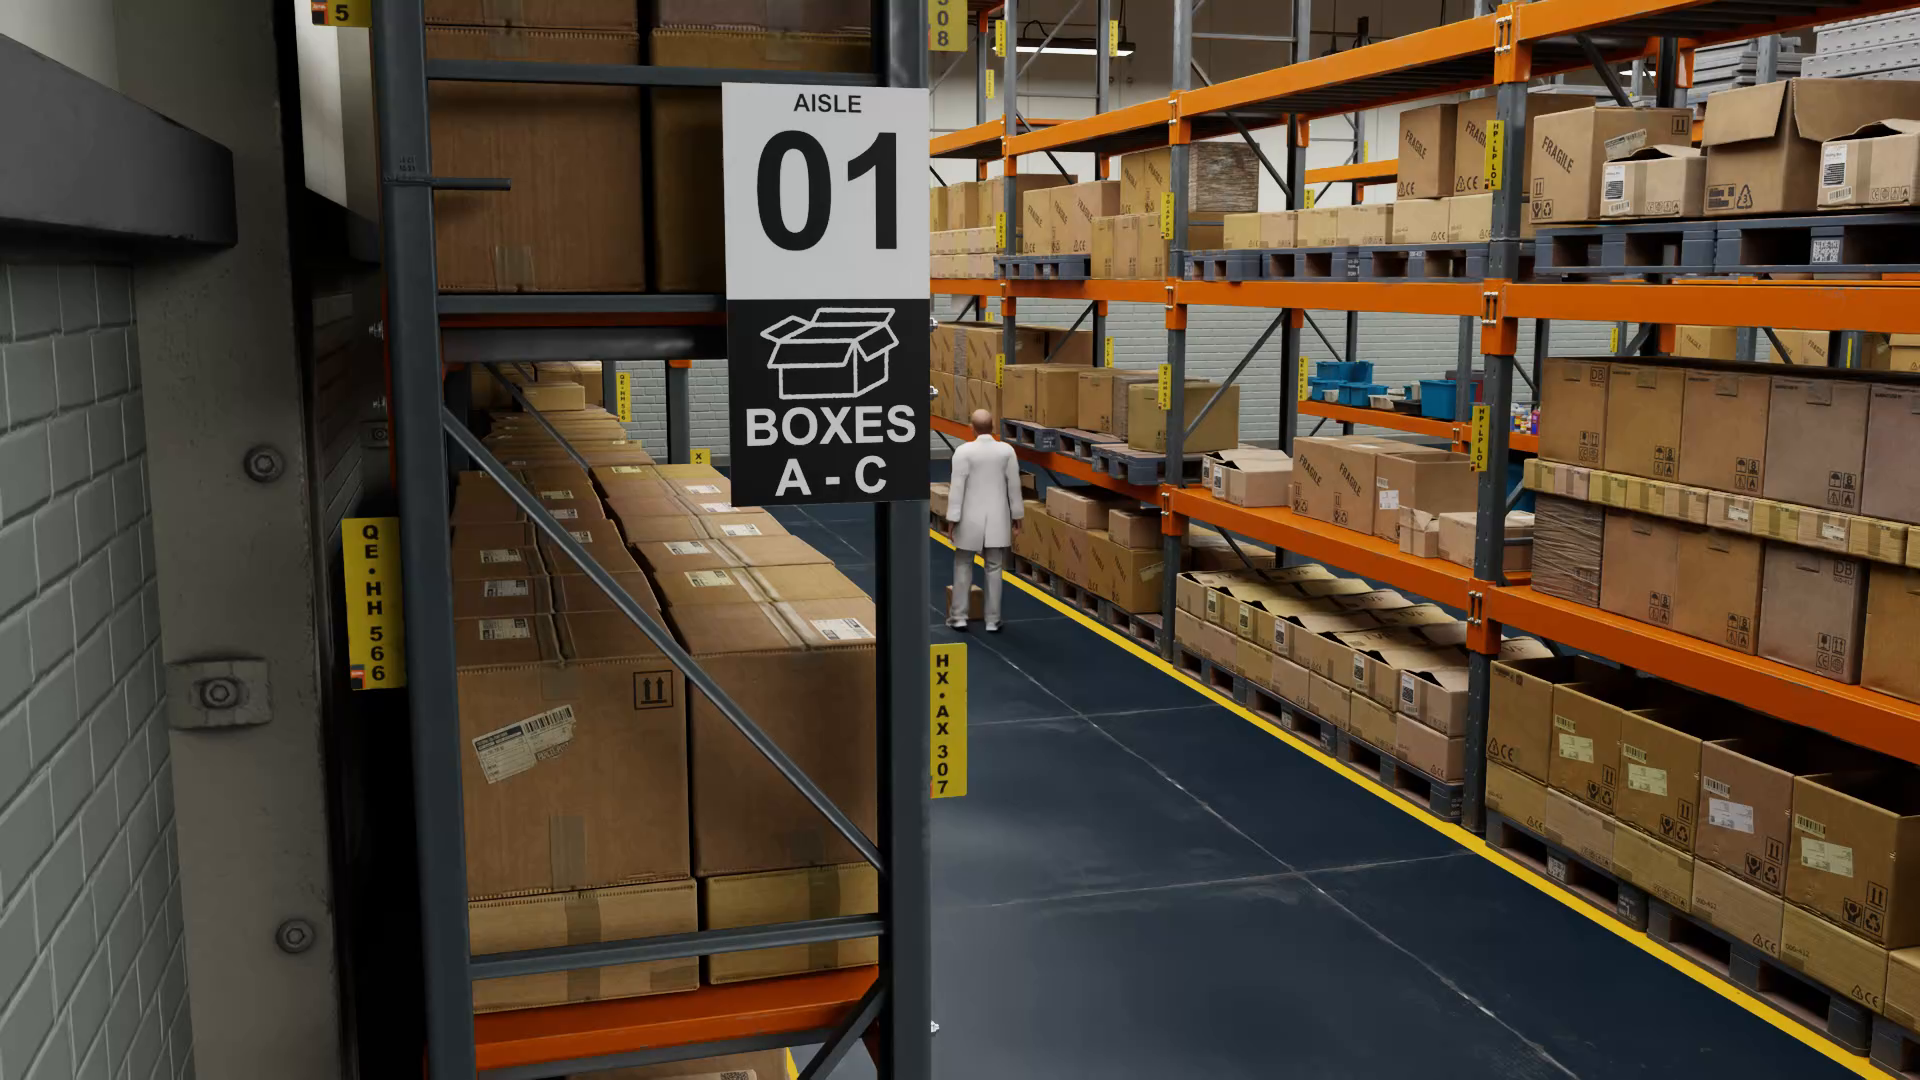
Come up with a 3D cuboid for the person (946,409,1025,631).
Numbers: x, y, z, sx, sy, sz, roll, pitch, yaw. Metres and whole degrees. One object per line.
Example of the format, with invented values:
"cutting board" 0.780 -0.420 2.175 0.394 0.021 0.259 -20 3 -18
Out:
"person" 0.182 -0.165 13.424 0.656 1.800 0.524 -2 9 -10
